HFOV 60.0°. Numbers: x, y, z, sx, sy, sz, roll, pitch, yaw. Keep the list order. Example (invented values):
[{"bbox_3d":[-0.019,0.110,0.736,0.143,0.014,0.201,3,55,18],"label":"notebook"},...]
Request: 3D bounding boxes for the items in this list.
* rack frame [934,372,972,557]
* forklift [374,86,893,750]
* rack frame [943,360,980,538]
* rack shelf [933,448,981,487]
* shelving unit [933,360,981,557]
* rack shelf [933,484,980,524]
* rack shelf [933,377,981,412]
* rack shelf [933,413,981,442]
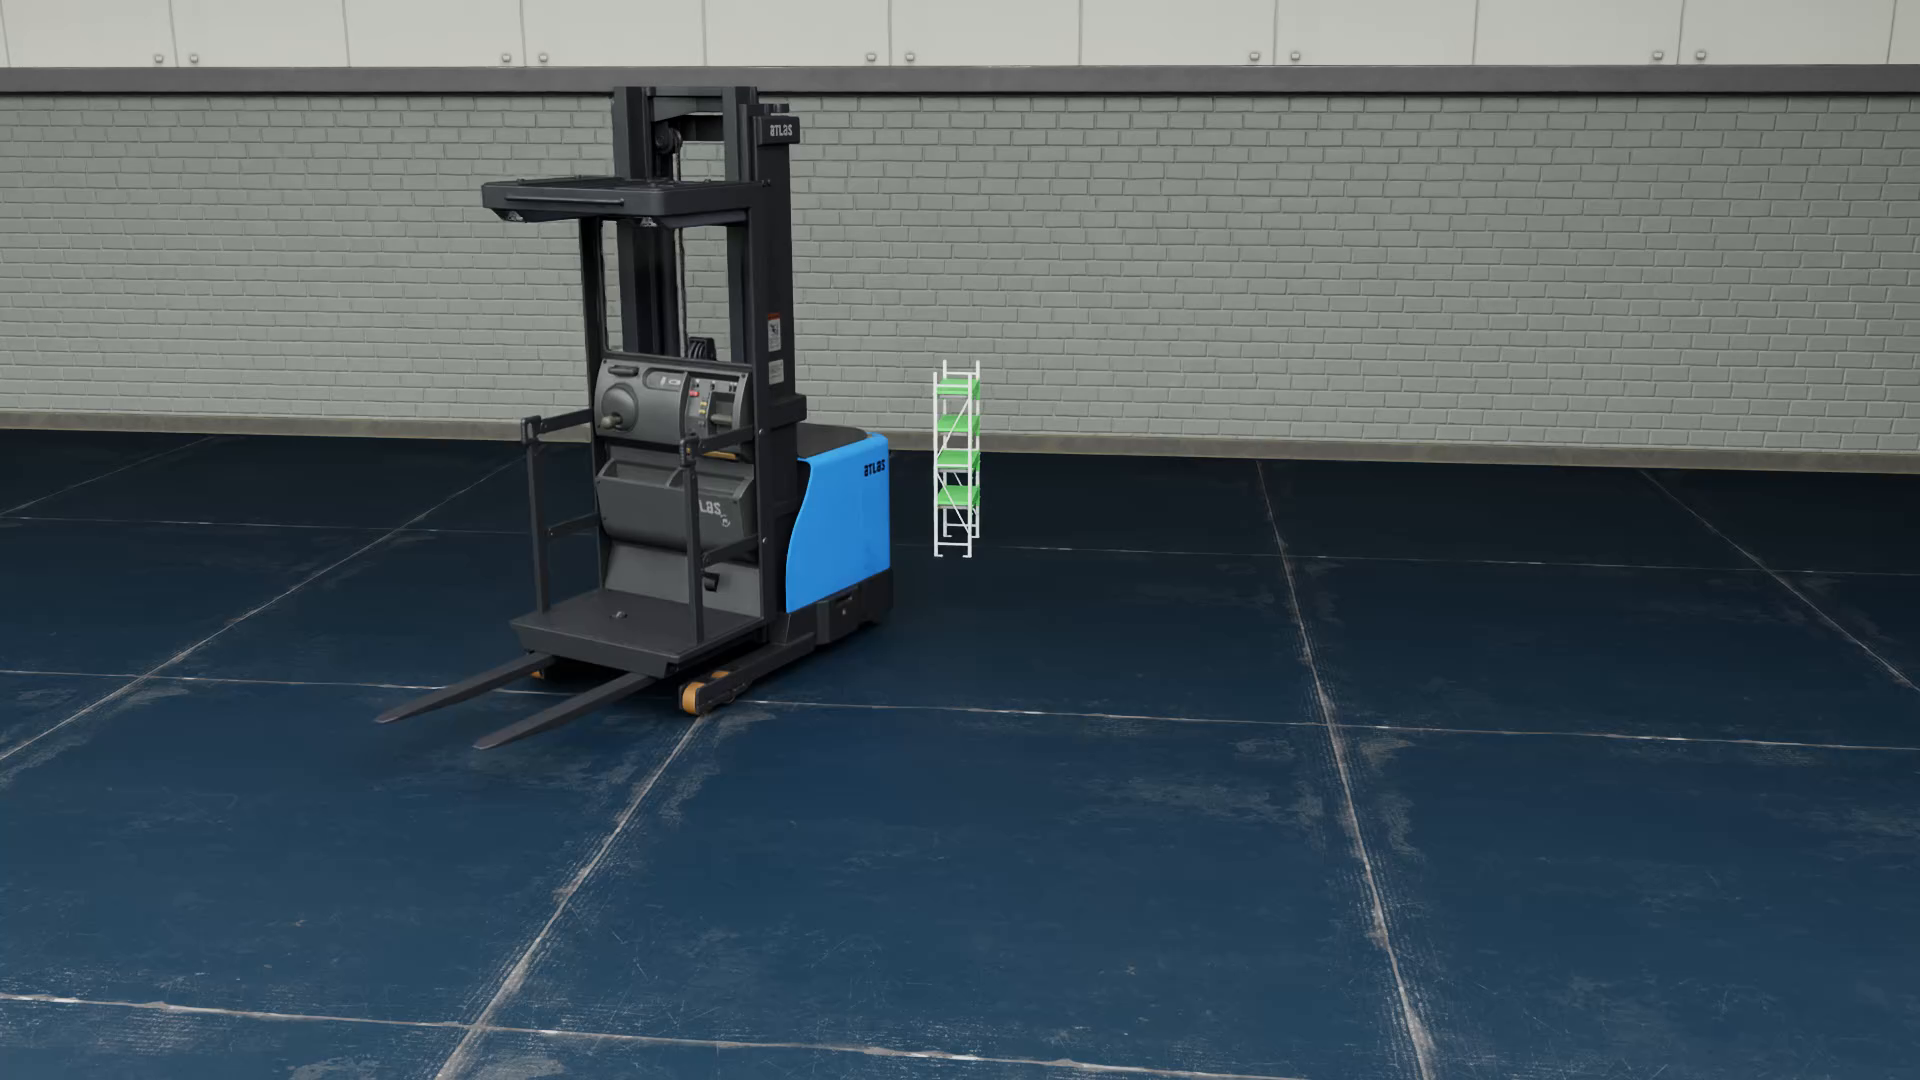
[{"bbox_3d":[-0.046,-0.473,10.613,0.240,1.200,0.015,2,15,6],"label":"rack frame"},{"bbox_3d":[-1.552,-0.700,8.136,1.130,2.935,3.031,9,17,29],"label":"forklift"},{"bbox_3d":[0.009,-0.600,11.081,0.240,1.200,0.015,2,15,6],"label":"rack frame"},{"bbox_3d":[-0.019,-0.475,10.863,0.258,0.148,0.480,2,15,6],"label":"rack shelf"},{"bbox_3d":[-0.019,-0.536,10.847,0.258,1.200,0.503,2,15,6],"label":"shelving unit"},{"bbox_3d":[-0.019,-0.243,10.926,0.258,0.148,0.480,2,15,6],"label":"rack shelf"},{"bbox_3d":[-0.019,-0.938,10.738,0.258,0.148,0.480,2,15,6],"label":"rack shelf"},{"bbox_3d":[-0.019,-0.706,10.801,0.258,0.148,0.480,2,15,6],"label":"rack shelf"}]
